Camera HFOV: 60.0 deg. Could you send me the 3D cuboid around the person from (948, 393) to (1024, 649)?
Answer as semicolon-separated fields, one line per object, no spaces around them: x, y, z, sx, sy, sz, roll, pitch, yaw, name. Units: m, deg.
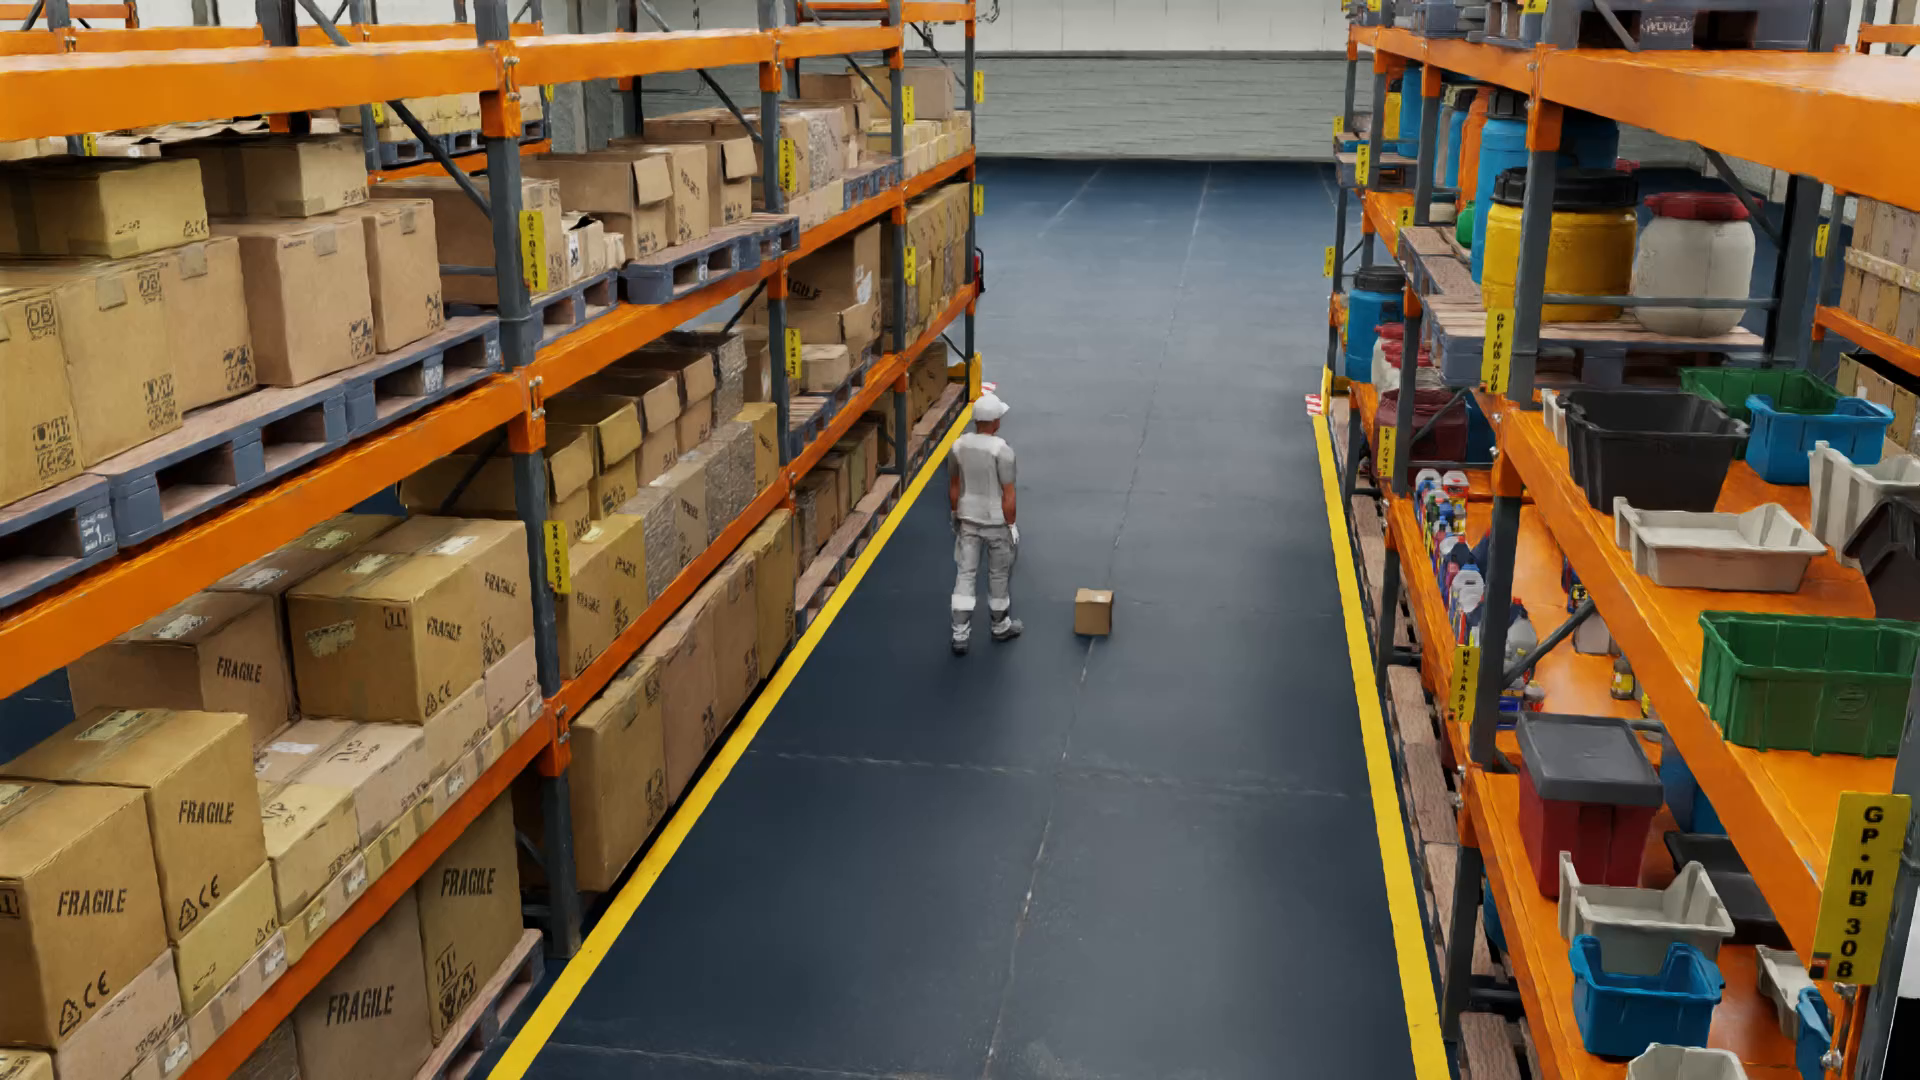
0.183;-0.139;11.428;0.555;1.792;0.687;9;20;26;person
